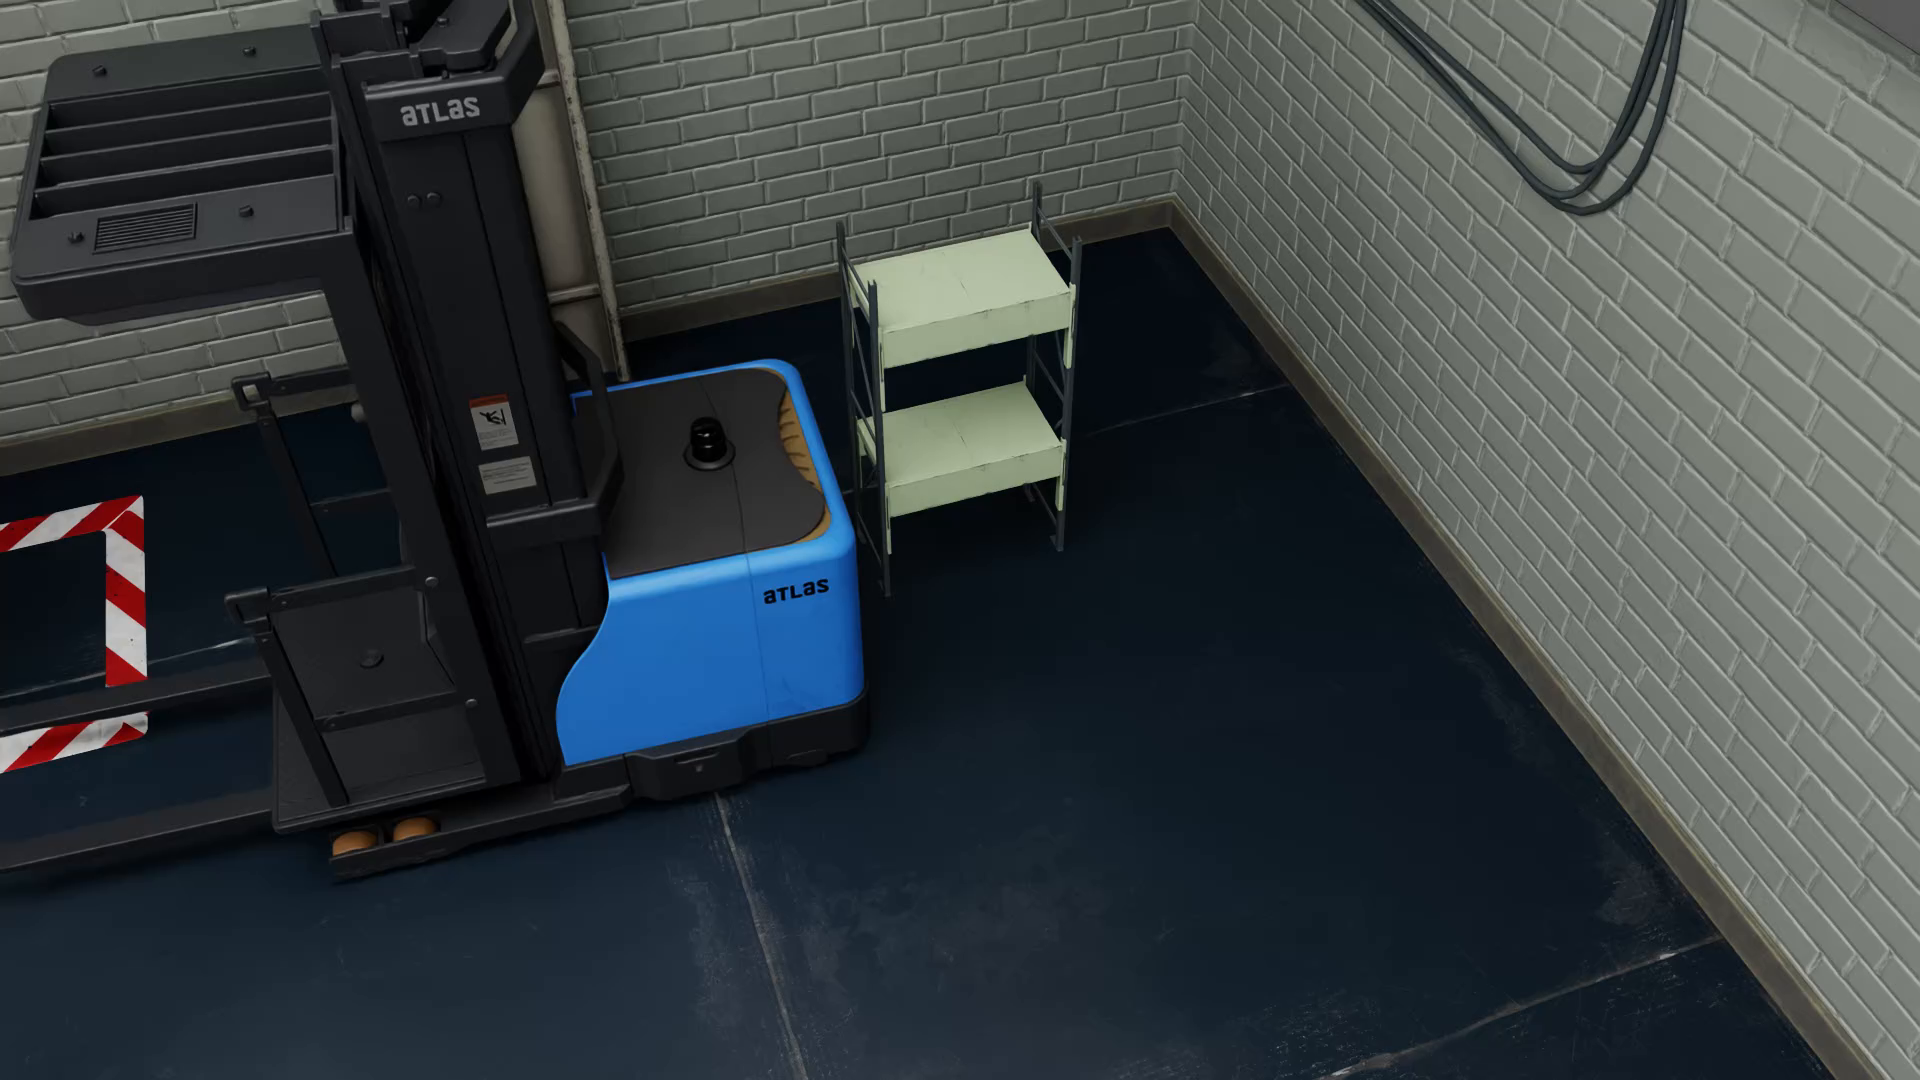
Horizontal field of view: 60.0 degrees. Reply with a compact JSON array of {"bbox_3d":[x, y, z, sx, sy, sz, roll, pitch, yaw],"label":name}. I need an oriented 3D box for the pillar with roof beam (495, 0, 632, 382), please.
[{"bbox_3d":[-0.249,-1.084,1.477,0.400,9.000,9.100,-14,47,-14],"label":"pillar with roof beam"}]

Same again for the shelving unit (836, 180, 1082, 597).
[{"bbox_3d":[-0.006,-0.528,6.217,0.755,1.500,0.431,-14,47,-14],"label":"shelving unit"}]

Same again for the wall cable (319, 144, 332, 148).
[{"bbox_3d":[-3.074,-1.906,5.814,1.851,1.984,0.084,-14,47,-14],"label":"wall cable"}]

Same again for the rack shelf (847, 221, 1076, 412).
[{"bbox_3d":[-0.006,-0.803,5.941,0.720,0.370,0.431,-14,47,-14],"label":"rack shelf"}]

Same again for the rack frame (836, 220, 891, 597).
[{"bbox_3d":[-0.351,-0.440,6.129,0.023,1.500,0.400,-14,47,-14],"label":"rack frame"}]

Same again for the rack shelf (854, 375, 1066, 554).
[{"bbox_3d":[-0.006,-0.298,6.448,0.720,0.370,0.431,-14,47,-14],"label":"rack shelf"}]

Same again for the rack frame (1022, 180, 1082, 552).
[{"bbox_3d":[0.338,-0.616,6.305,0.023,1.500,0.400,-14,47,-14],"label":"rack frame"}]

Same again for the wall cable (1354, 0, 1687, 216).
[{"bbox_3d":[1.484,-2.753,5.332,0.112,2.526,3.097,-14,47,-14],"label":"wall cable"}]

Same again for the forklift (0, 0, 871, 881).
[{"bbox_3d":[-1.895,-0.317,4.997,3.031,2.935,1.130,-12,46,-11],"label":"forklift"}]
